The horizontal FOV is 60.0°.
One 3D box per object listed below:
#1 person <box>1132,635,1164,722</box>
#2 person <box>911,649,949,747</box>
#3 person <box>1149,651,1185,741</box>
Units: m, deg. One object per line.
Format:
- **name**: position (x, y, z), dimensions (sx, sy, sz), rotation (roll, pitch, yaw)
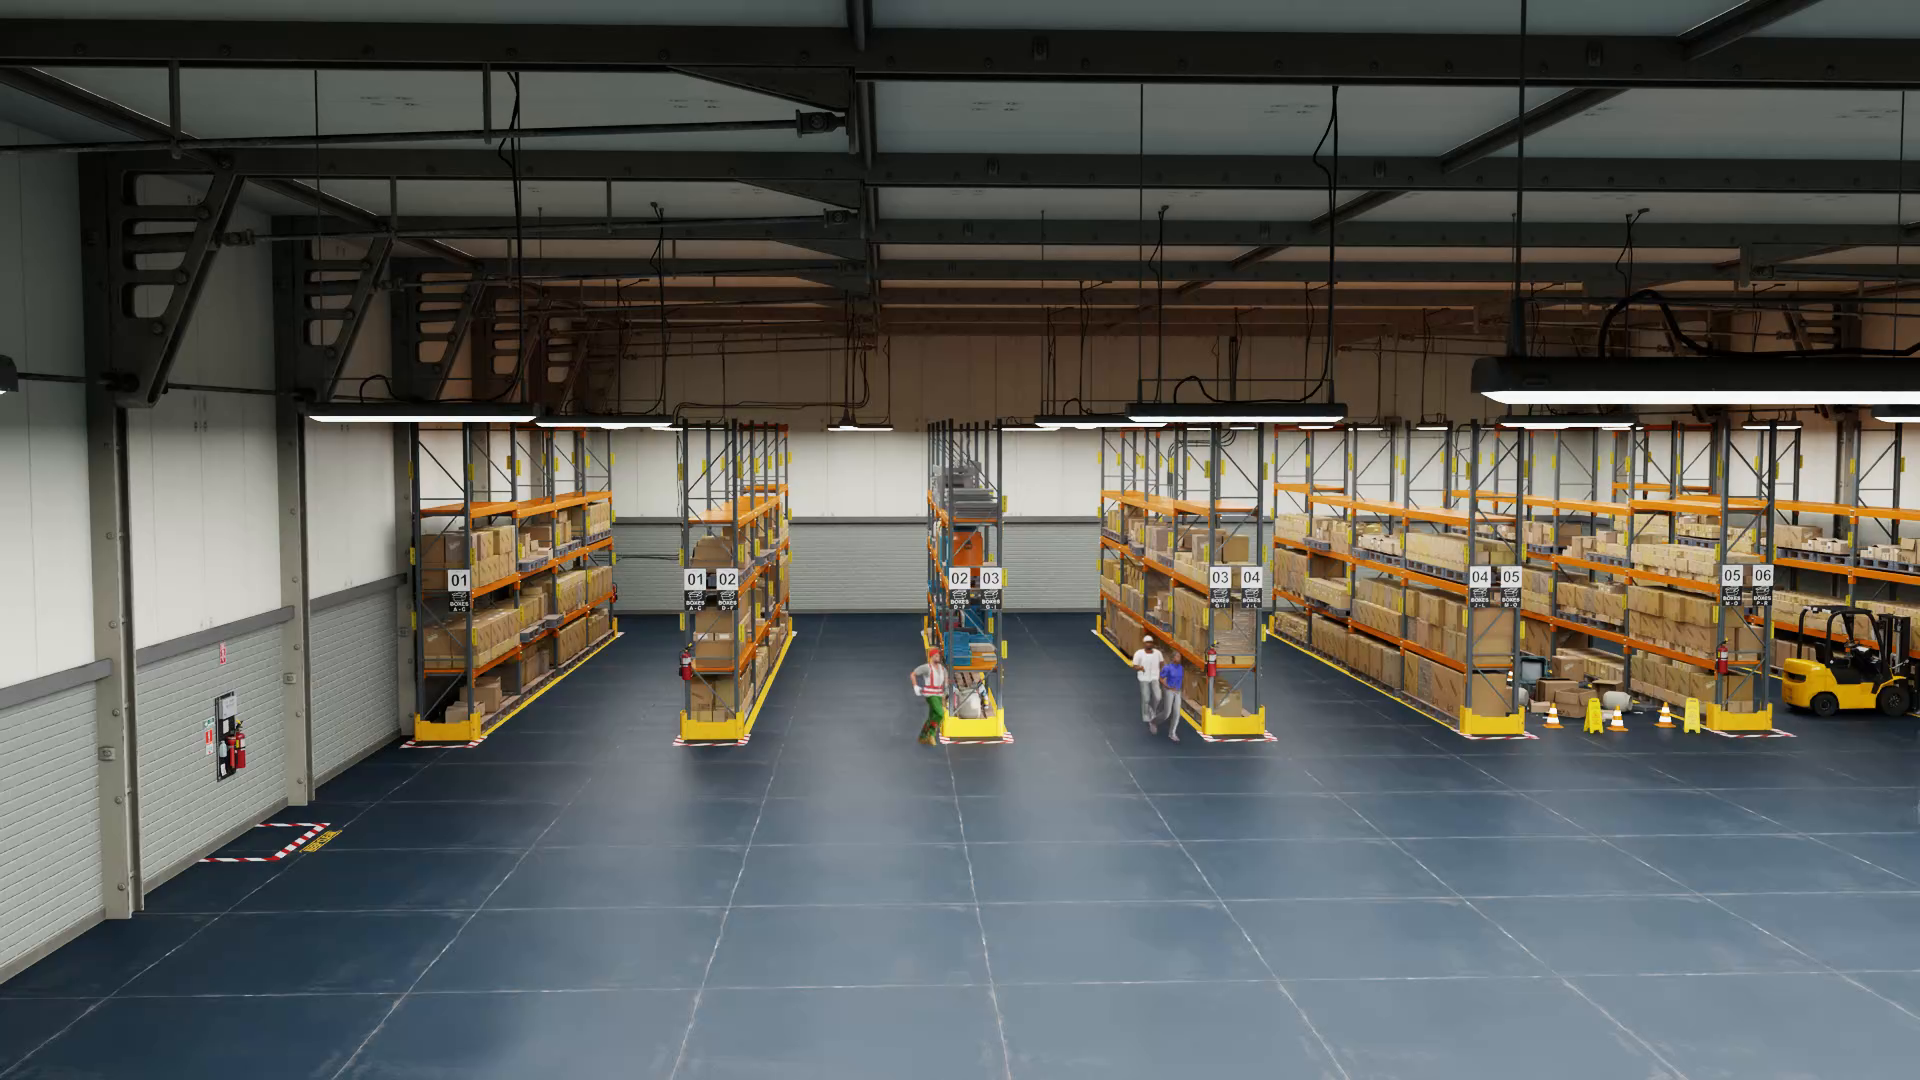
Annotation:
- **person**: position (3.733, 2.756, 32.684), dimensions (0.680, 1.749, 0.626), rotation (0, 4, -6)
- **person**: position (-0.477, 2.882, 30.541), dimensions (0.656, 1.757, 0.708), rotation (3, 5, 39)
- **person**: position (3.999, 2.913, 31.336), dimensions (0.614, 1.647, 0.727), rotation (-2, 4, -30)
